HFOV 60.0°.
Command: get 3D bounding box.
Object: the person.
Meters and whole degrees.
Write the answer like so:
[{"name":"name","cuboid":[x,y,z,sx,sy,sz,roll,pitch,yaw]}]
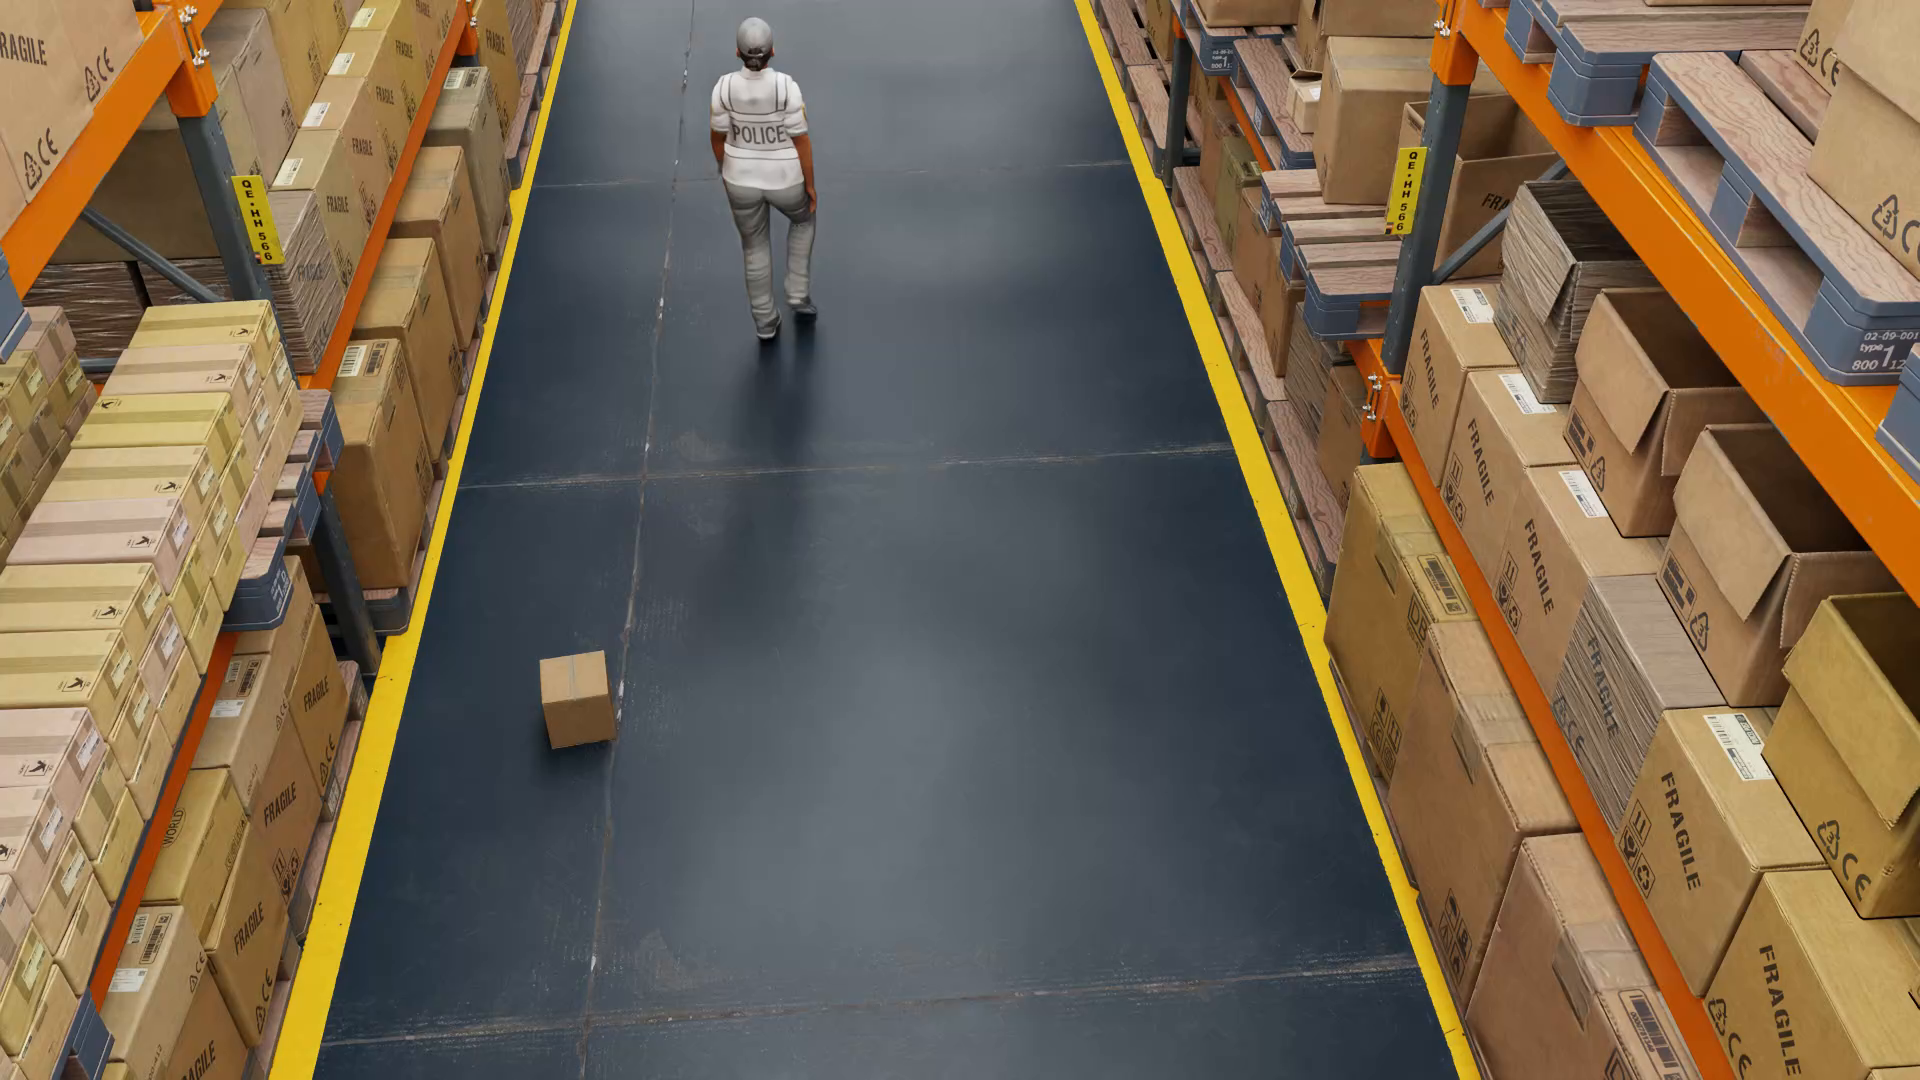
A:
[{"name":"person","cuboid":[-0.970,-1.792,8.356,0.512,1.730,0.496,0,39,0]}]
